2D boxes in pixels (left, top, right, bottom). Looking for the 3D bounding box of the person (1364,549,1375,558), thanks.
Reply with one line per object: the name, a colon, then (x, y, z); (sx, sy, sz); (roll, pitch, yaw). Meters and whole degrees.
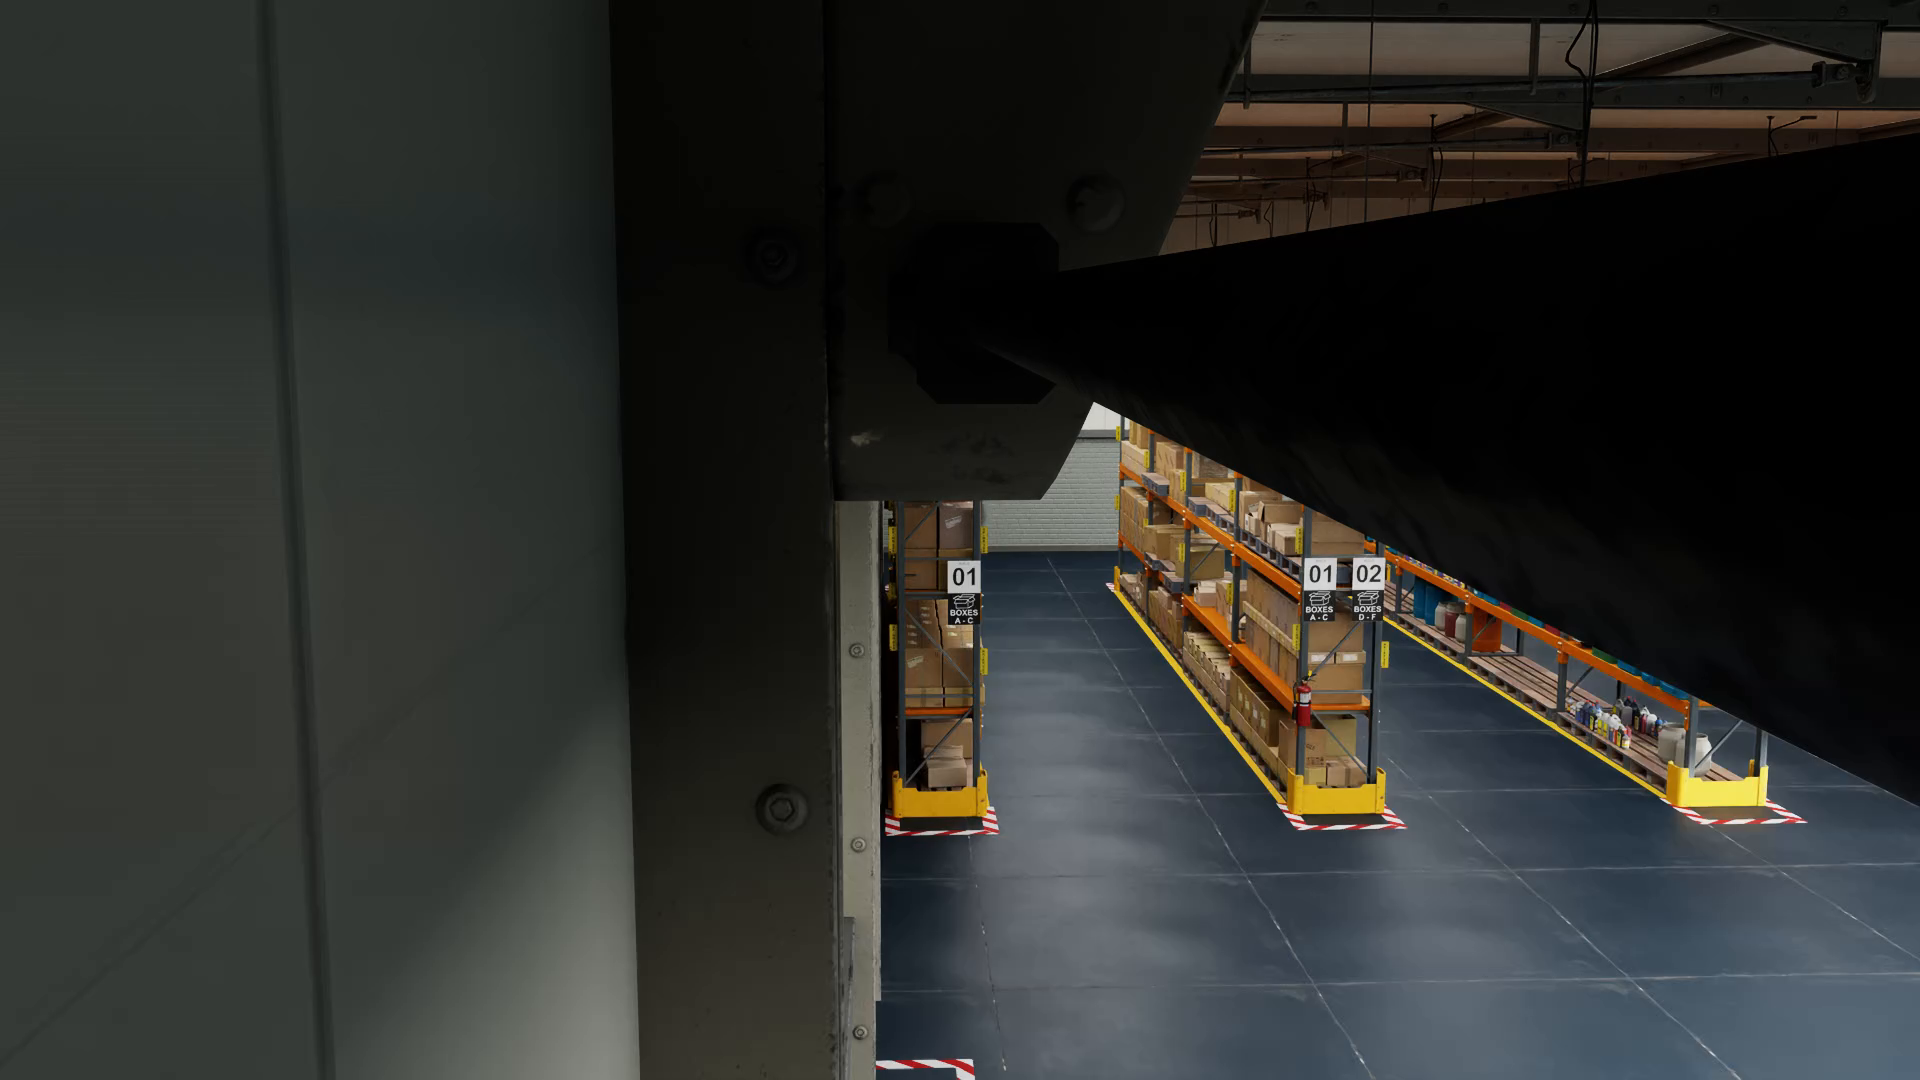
person: (9.146, 0.076, 37.712); (0.959, 1.633, 0.620); (2, 9, 16)
